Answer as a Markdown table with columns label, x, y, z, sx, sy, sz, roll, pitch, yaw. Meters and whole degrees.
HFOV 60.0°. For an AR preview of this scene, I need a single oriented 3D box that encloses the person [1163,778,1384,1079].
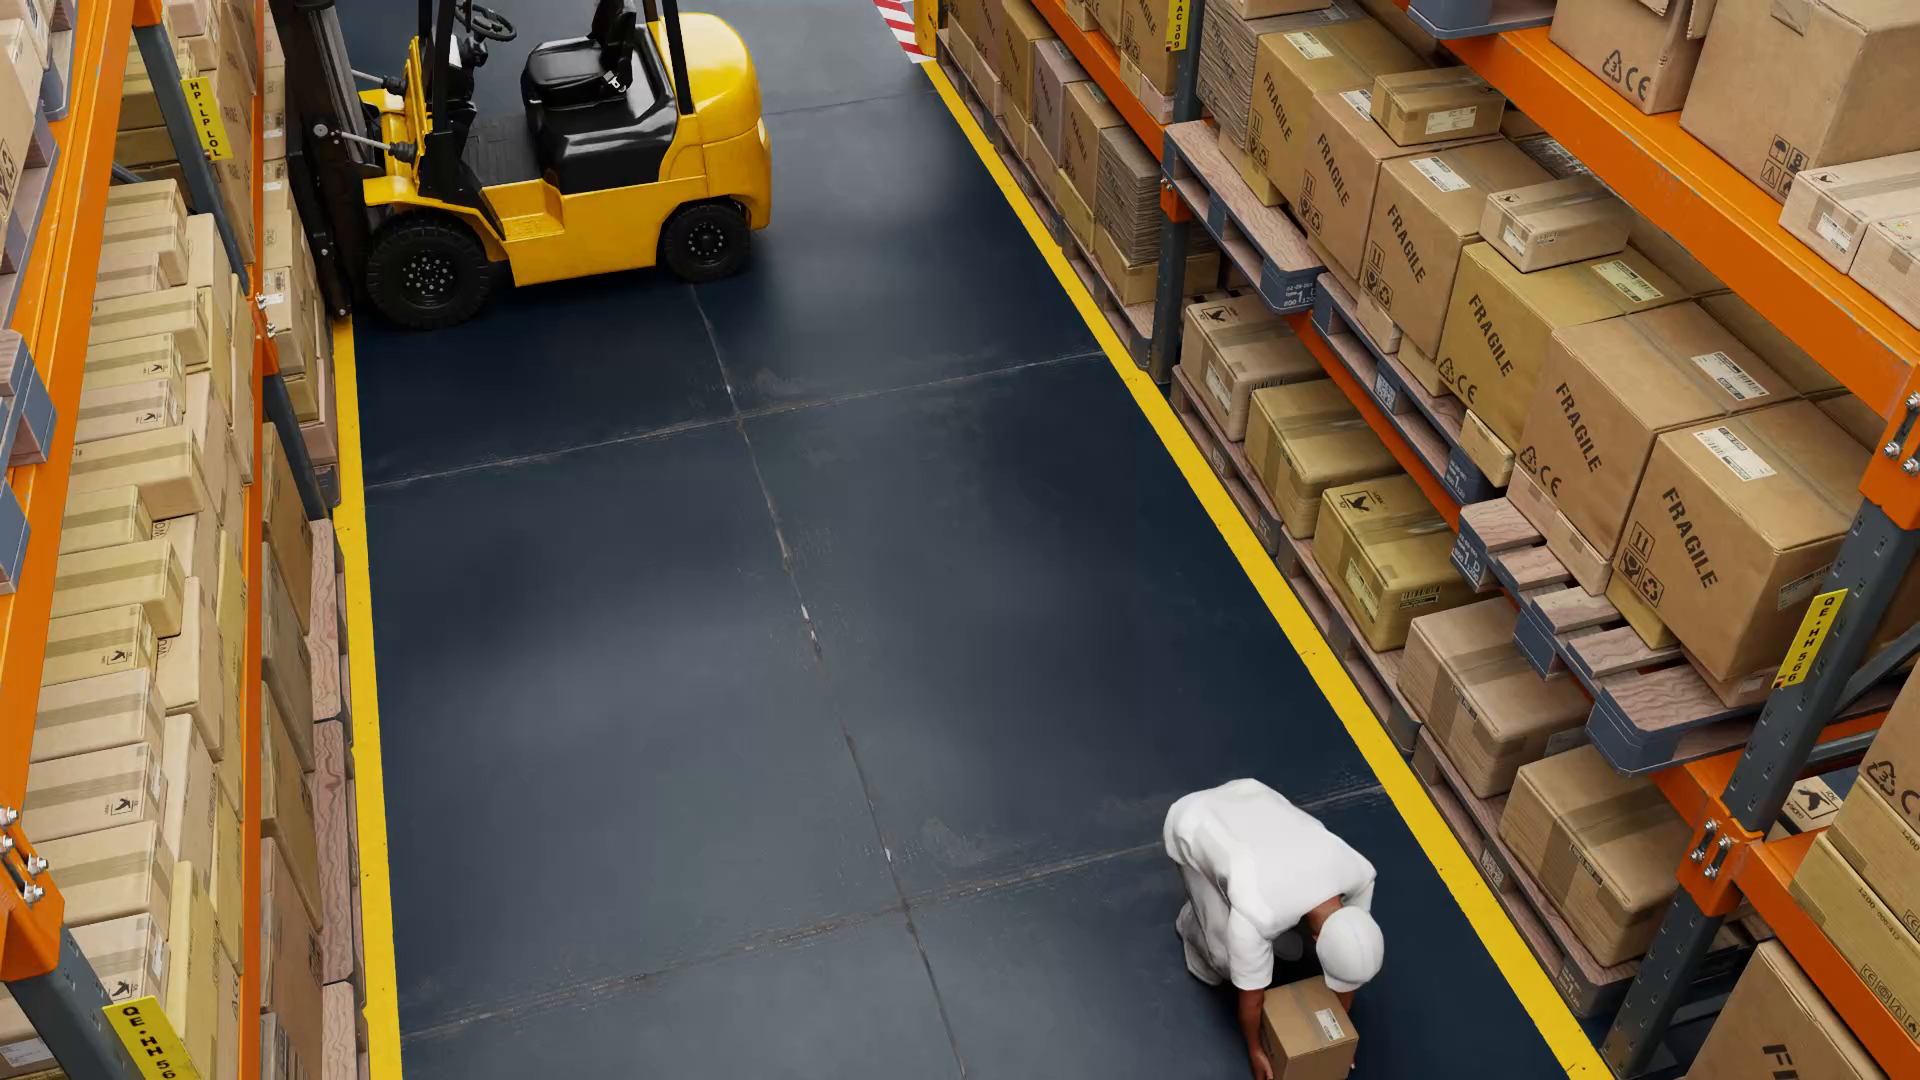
| label | x | y | z | sx | sy | sz | roll | pitch | yaw |
| --- | --- | --- | --- | --- | --- | --- | --- | --- | --- |
| person | 1.051 | 1.247 | 5.529 | 0.533 | 0.861 | 0.944 | -14 | 44 | -15 |
